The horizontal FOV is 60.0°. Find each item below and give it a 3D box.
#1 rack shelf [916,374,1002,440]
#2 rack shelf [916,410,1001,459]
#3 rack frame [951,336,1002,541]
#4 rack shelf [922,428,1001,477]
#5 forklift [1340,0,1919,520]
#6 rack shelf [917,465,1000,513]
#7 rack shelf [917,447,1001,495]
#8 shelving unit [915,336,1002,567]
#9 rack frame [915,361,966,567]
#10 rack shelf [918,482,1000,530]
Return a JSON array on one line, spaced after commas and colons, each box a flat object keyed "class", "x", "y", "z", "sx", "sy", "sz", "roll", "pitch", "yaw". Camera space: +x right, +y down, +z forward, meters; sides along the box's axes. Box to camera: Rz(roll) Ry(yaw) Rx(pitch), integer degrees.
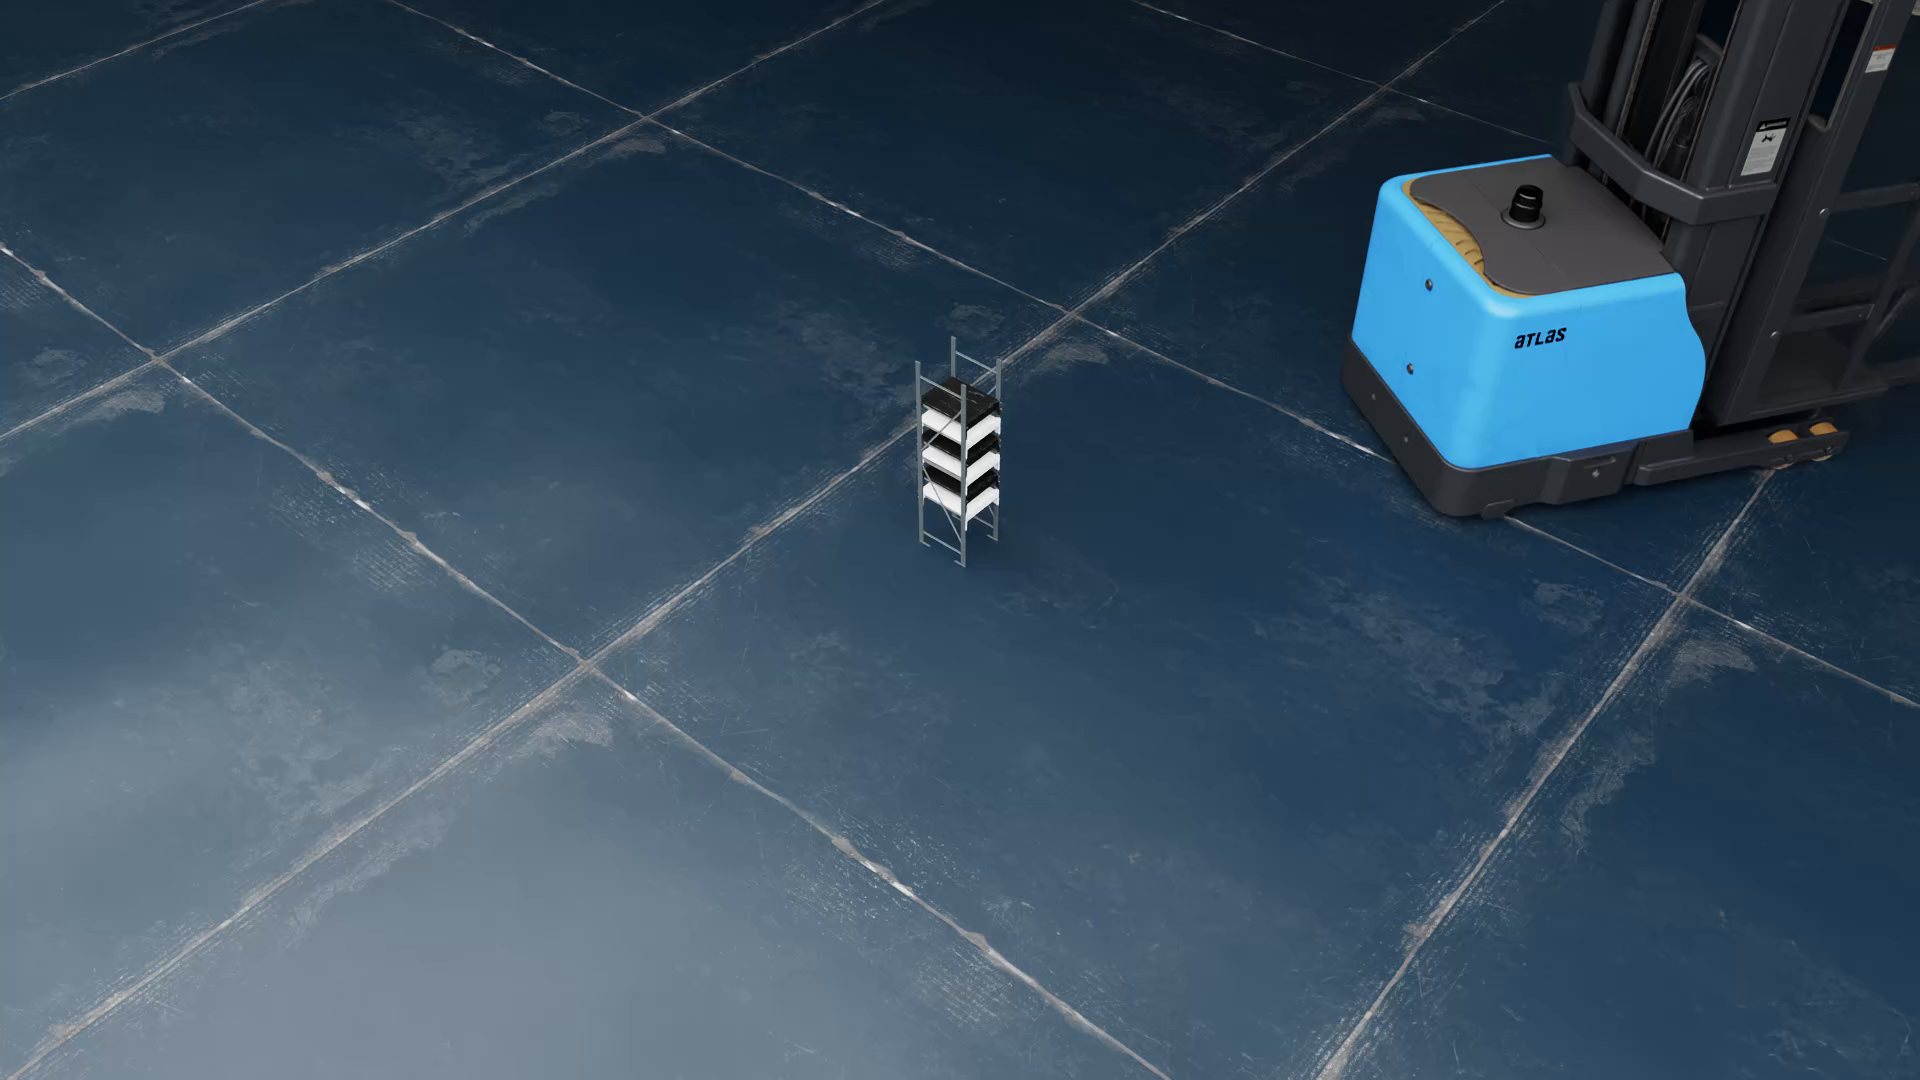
[{"class": "rack shelf", "x": -0.005, "y": -0.504, "z": 6.283, "sx": 0.258, "sy": 0.077, "sz": 0.200, "roll": 29, "pitch": 50, "yaw": 28}, {"class": "rack shelf", "x": -0.005, "y": -0.437, "z": 6.344, "sx": 0.258, "sy": 0.077, "sz": 0.200, "roll": 29, "pitch": 50, "yaw": 28}, {"class": "rack frame", "x": 0.060, "y": -0.381, "z": 6.500, "sx": 0.240, "sy": 0.900, "sz": 0.006, "roll": 29, "pitch": 50, "yaw": 28}, {"class": "rack shelf", "x": -0.005, "y": -0.371, "z": 6.405, "sx": 0.258, "sy": 0.077, "sz": 0.200, "roll": 29, "pitch": 50, "yaw": 28}, {"class": "forklift", "x": 3.272, "y": -1.720, "z": 6.463, "sx": 3.031, "sy": 2.935, "sz": 1.130, "roll": -11, "pitch": 43, "yaw": -11}, {"class": "rack shelf", "x": -0.005, "y": -0.238, "z": 6.526, "sx": 0.258, "sy": 0.077, "sz": 0.200, "roll": 29, "pitch": 50, "yaw": 28}, {"class": "rack shelf", "x": -0.005, "y": -0.304, "z": 6.465, "sx": 0.258, "sy": 0.077, "sz": 0.200, "roll": 29, "pitch": 50, "yaw": 28}, {"class": "shelving unit", "x": -0.005, "y": -0.329, "z": 6.443, "sx": 0.258, "sy": 0.900, "sz": 0.210, "roll": 29, "pitch": 50, "yaw": 28}, {"class": "rack frame", "x": -0.071, "y": -0.276, "z": 6.385, "sx": 0.240, "sy": 0.900, "sz": 0.006, "roll": 29, "pitch": 50, "yaw": 28}, {"class": "rack shelf", "x": -0.005, "y": -0.171, "z": 6.586, "sx": 0.258, "sy": 0.077, "sz": 0.200, "roll": 29, "pitch": 50, "yaw": 28}]
